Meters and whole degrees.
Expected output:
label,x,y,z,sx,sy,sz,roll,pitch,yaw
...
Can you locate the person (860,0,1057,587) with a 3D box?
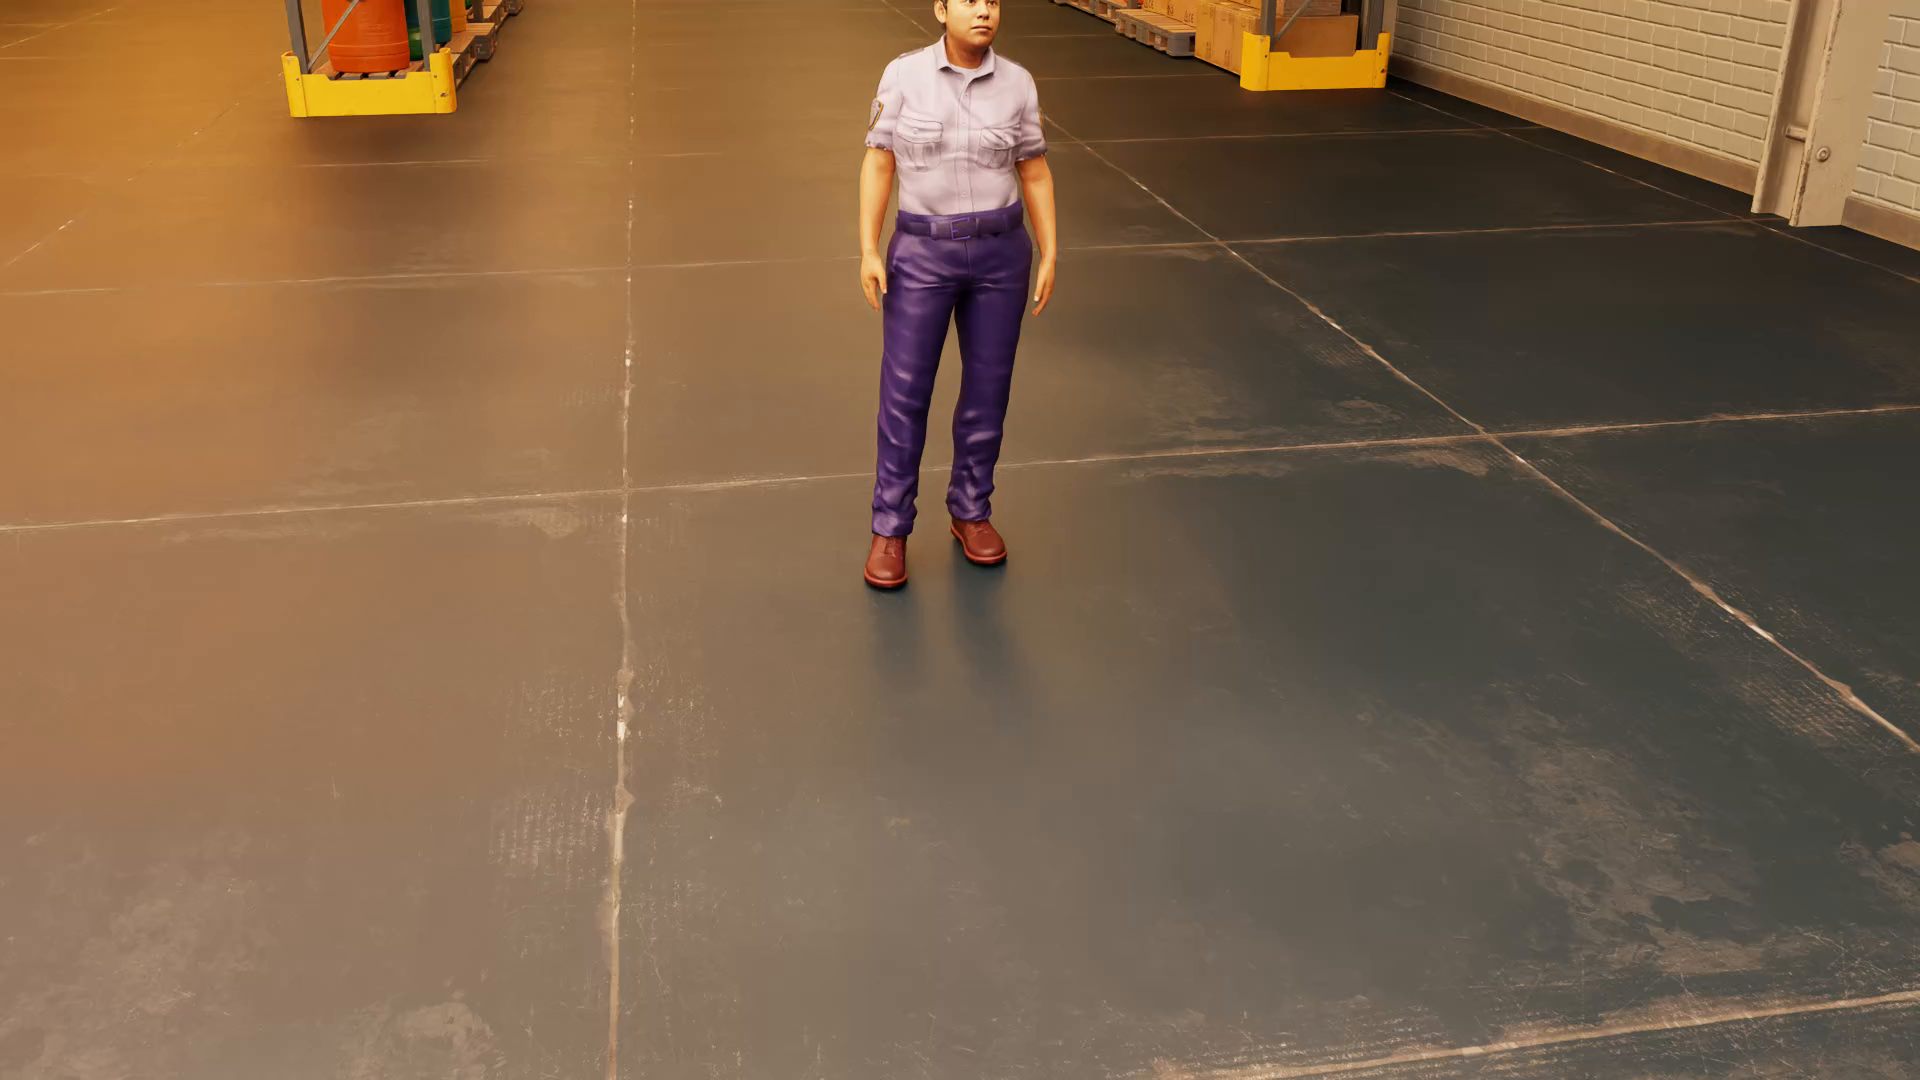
label,x,y,z,sx,sy,sz,roll,pitch,yaw
person,-0.007,-0.724,4.614,0.598,1.643,0.503,-4,24,-9
